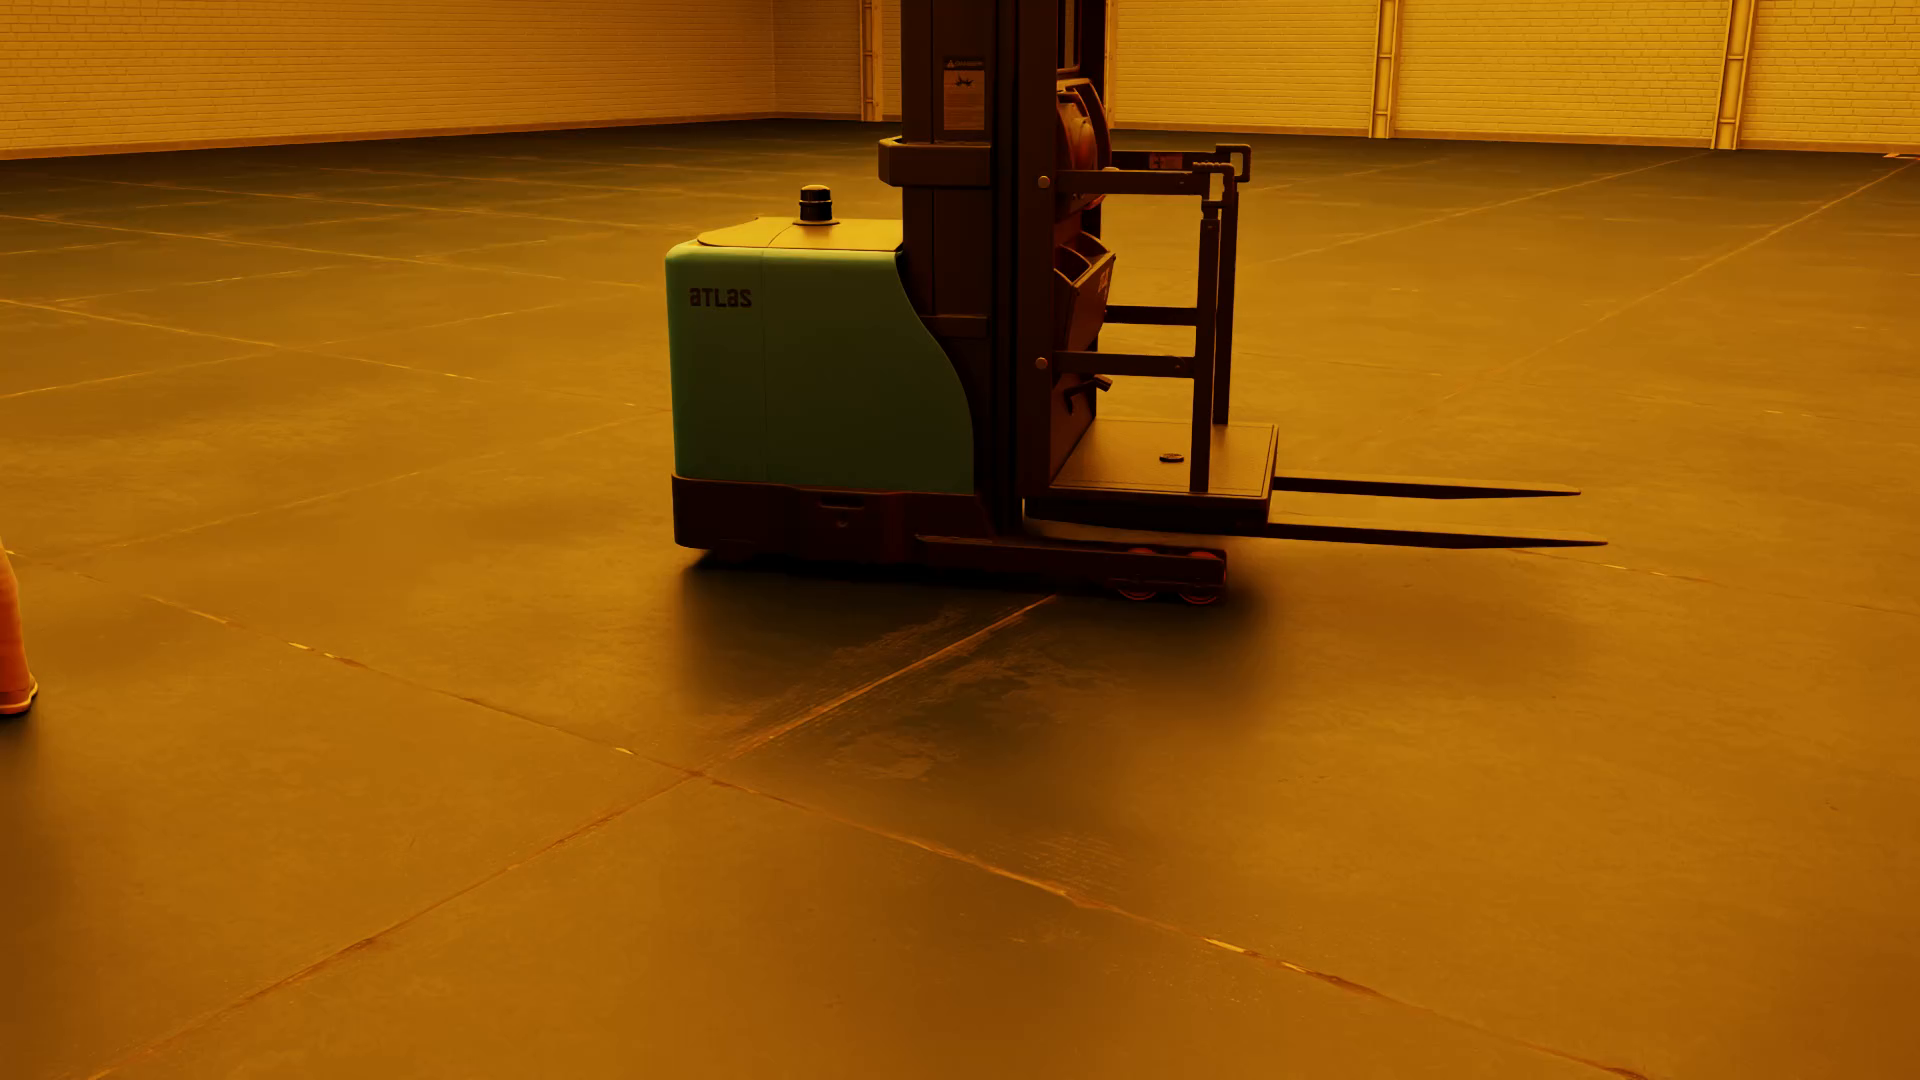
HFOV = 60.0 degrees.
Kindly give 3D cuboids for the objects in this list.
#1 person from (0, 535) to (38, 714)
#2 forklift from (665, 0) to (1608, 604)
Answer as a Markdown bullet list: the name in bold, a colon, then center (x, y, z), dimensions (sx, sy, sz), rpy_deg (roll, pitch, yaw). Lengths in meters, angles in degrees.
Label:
- **person**: center (-2.655, -0.340, 4.141), dimensions (0.451, 1.694, 0.352), rpy_deg (-14, 22, -39)
- **forklift**: center (0.595, -1.367, 5.404), dimensions (3.031, 2.935, 1.130), rpy_deg (4, 17, 12)
